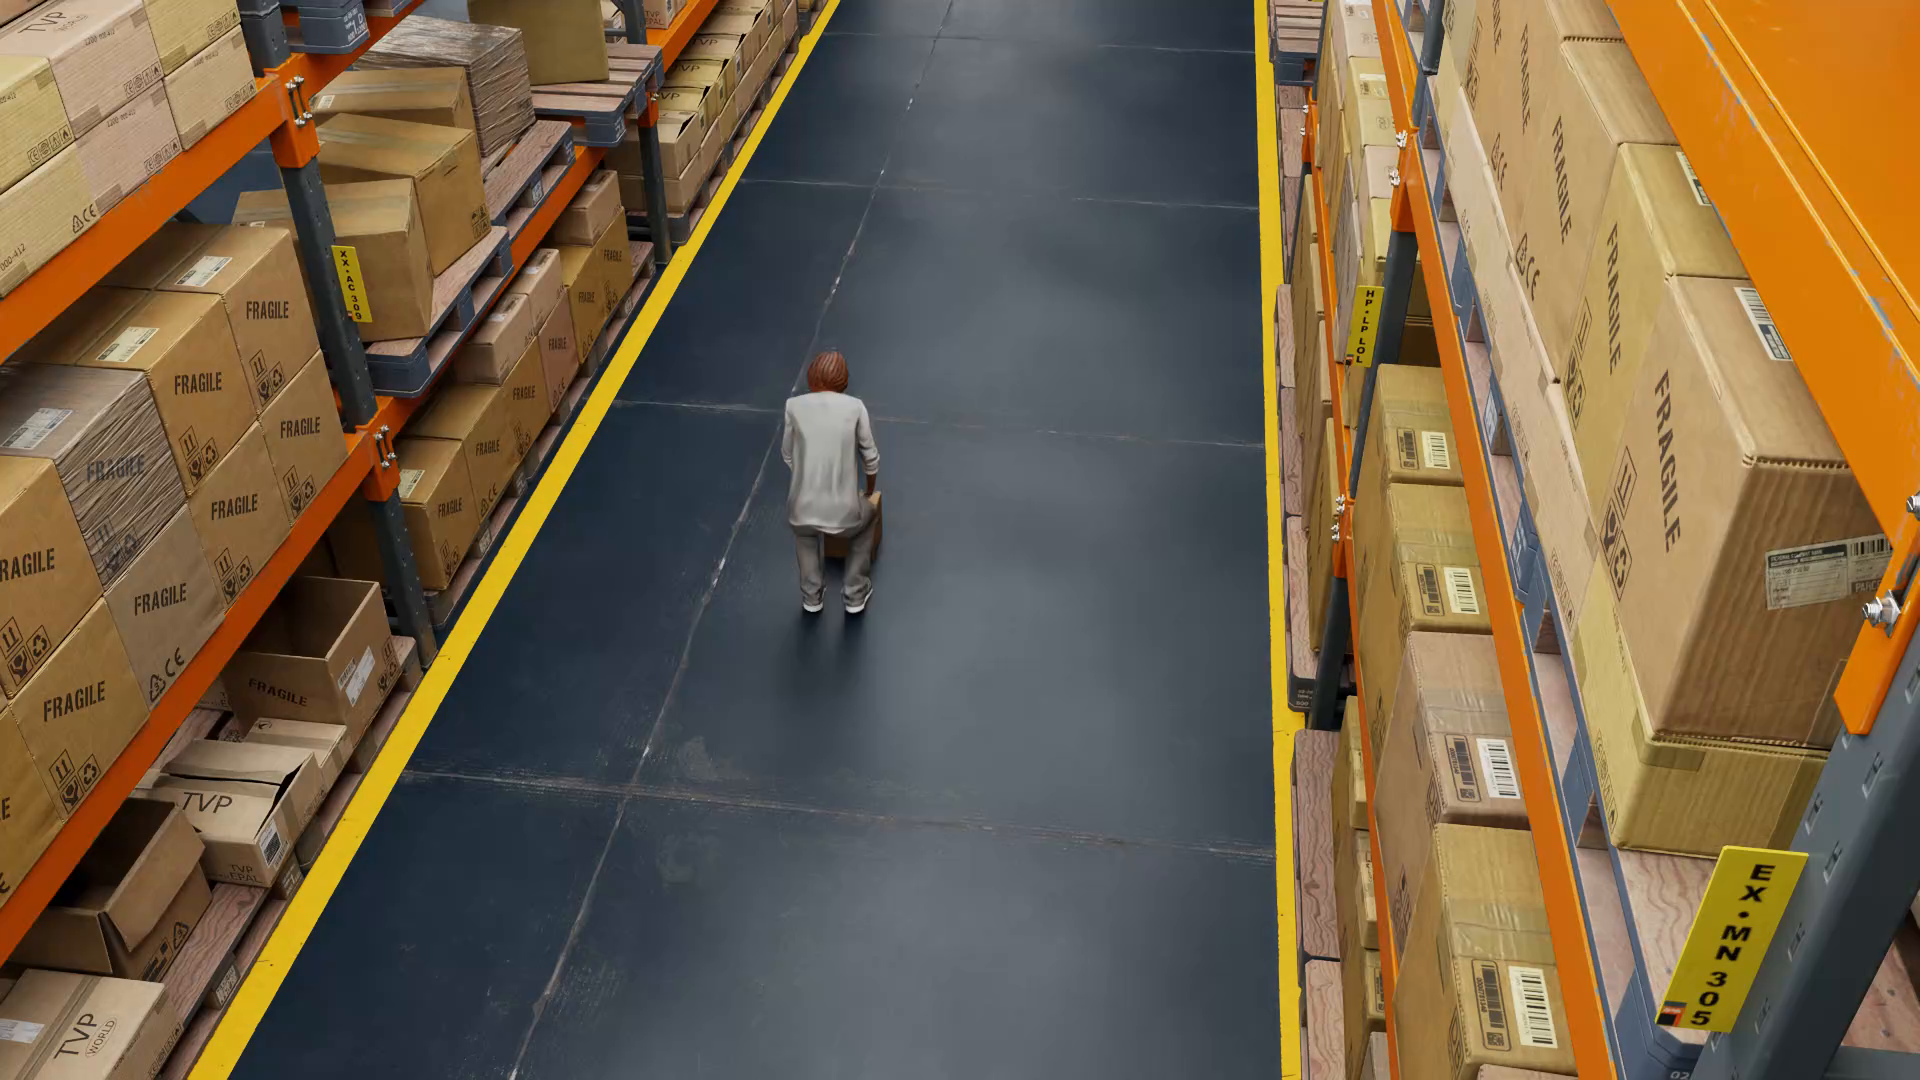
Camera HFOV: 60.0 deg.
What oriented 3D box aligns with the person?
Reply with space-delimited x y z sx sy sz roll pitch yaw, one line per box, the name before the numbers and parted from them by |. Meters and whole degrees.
person | -0.620 -0.220 7.690 0.461 1.186 0.714 4 37 6
